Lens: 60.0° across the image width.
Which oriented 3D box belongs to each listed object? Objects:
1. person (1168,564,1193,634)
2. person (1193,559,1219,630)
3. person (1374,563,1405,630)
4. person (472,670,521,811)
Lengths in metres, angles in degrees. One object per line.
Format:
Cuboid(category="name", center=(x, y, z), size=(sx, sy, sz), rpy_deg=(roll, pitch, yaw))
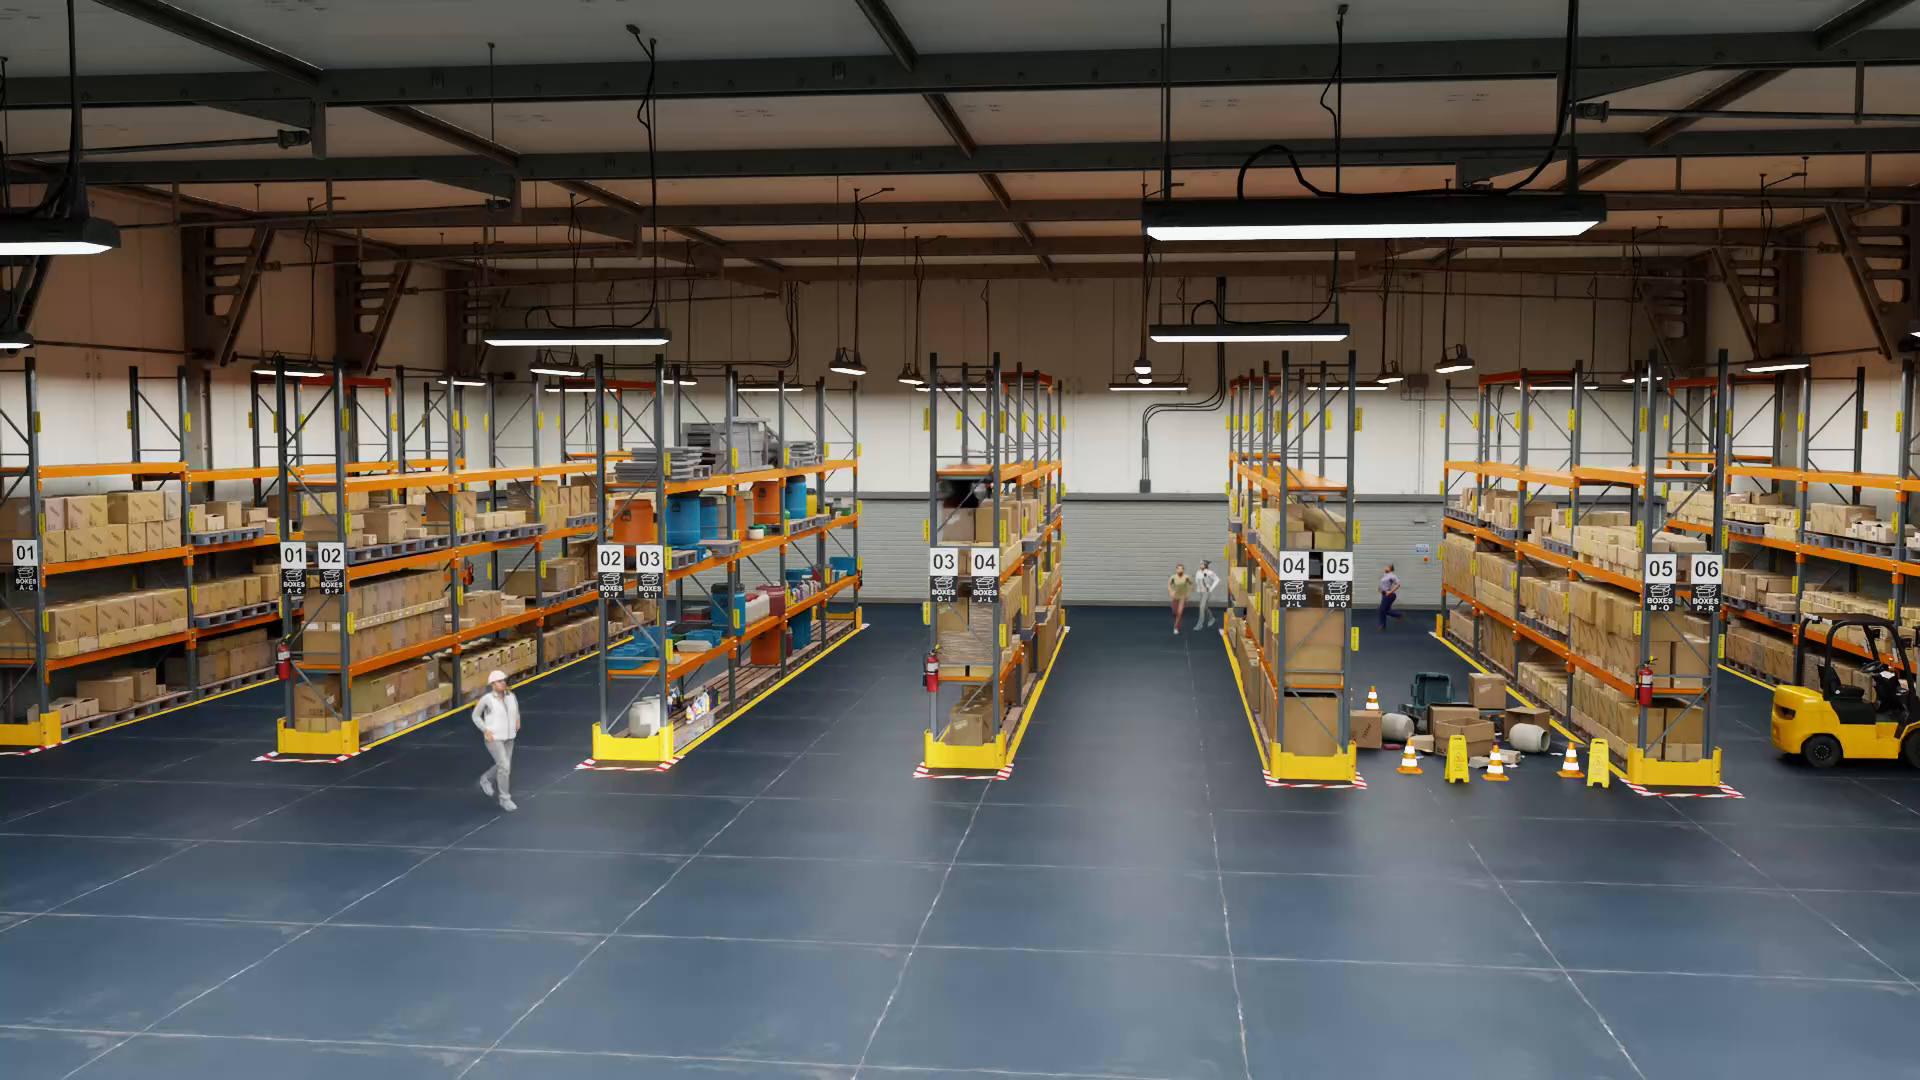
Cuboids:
Cuboid(category="person", center=(5.256, 1.437, 39.691), size=(0.604, 1.553, 0.764), rpy_deg=(1, 4, 12))
Cuboid(category="person", center=(5.876, 1.287, 40.071), size=(0.911, 1.692, 0.644), rpy_deg=(-3, 5, -37))
Cuboid(category="person", center=(10.378, 1.376, 40.089), size=(0.769, 1.636, 0.607), rpy_deg=(0, 4, -2))
Cuboid(category="person", center=(-6.030, 2.581, 21.684), size=(0.827, 1.792, 0.652), rpy_deg=(3, 5, 36))
